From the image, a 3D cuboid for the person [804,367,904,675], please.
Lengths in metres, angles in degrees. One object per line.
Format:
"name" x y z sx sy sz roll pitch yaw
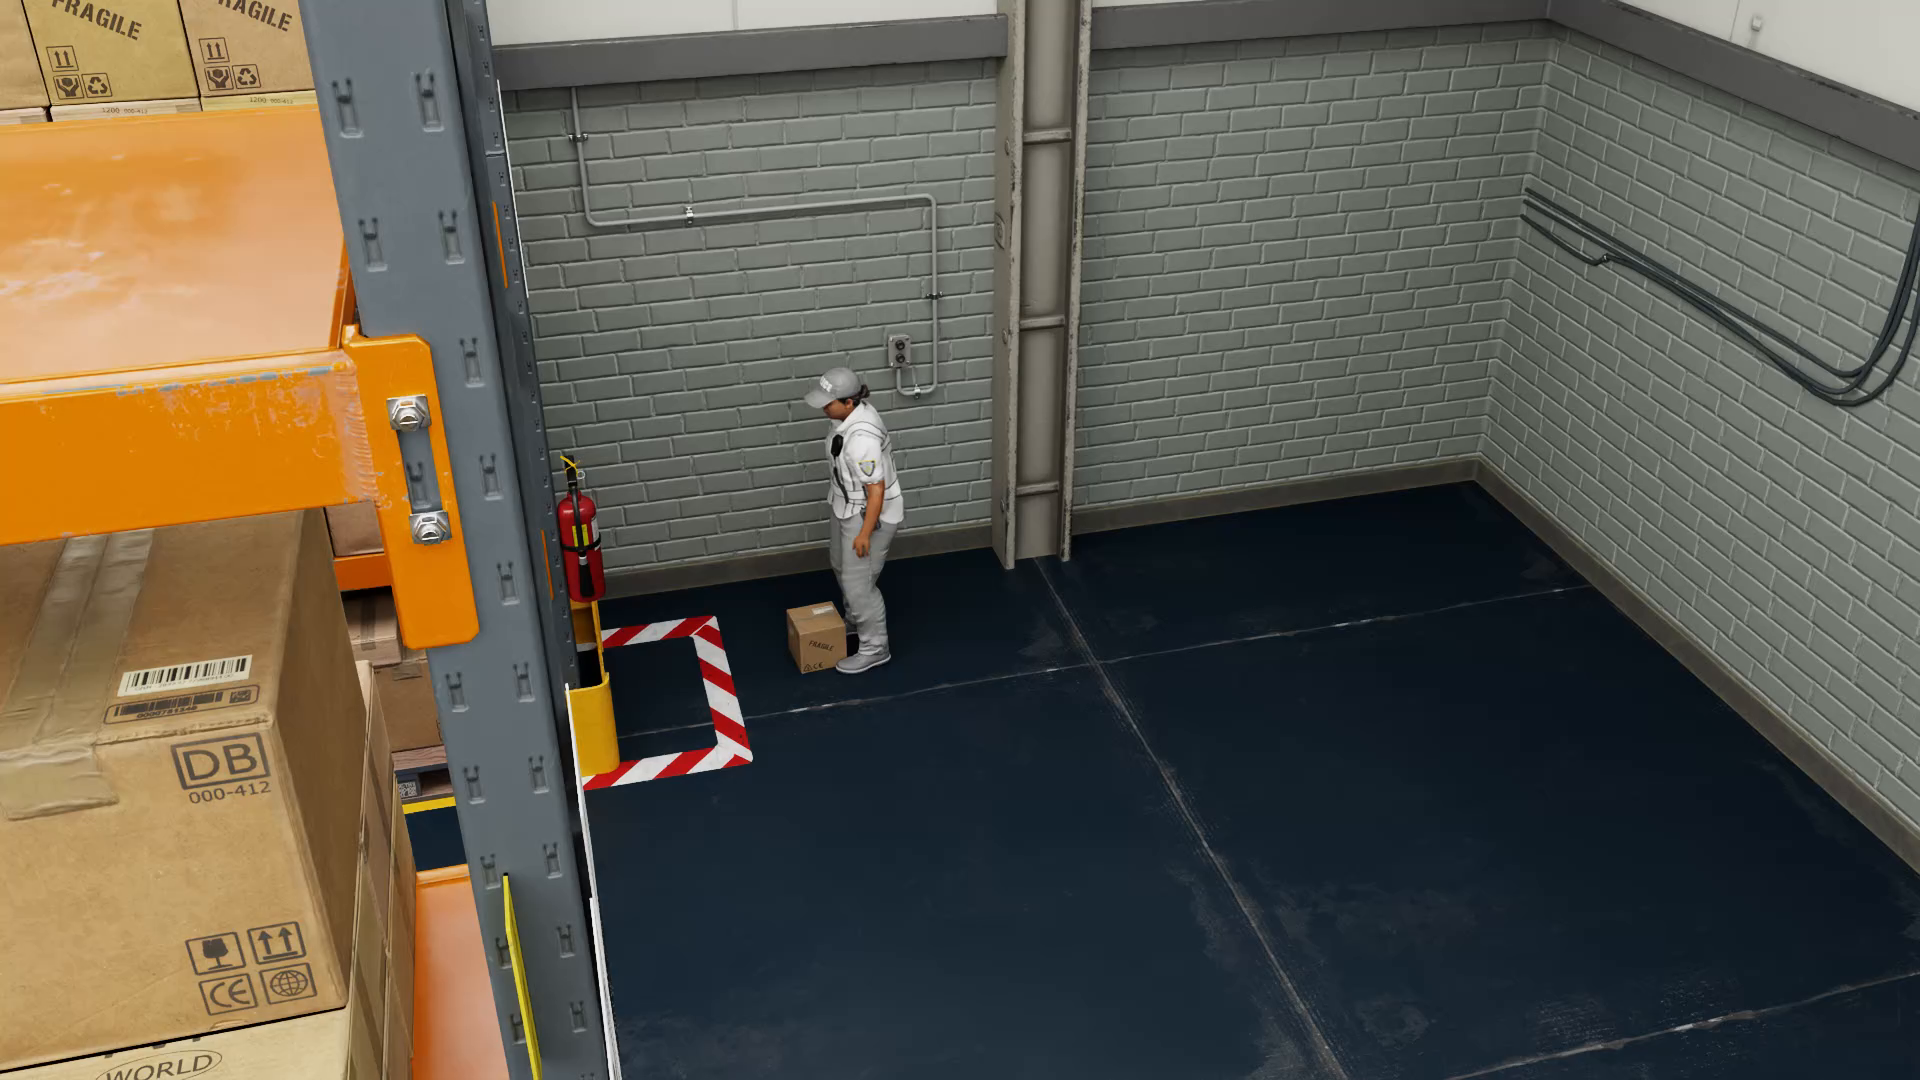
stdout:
"person" -0.537 -0.130 8.447 0.465 1.665 0.542 -9 32 -15
